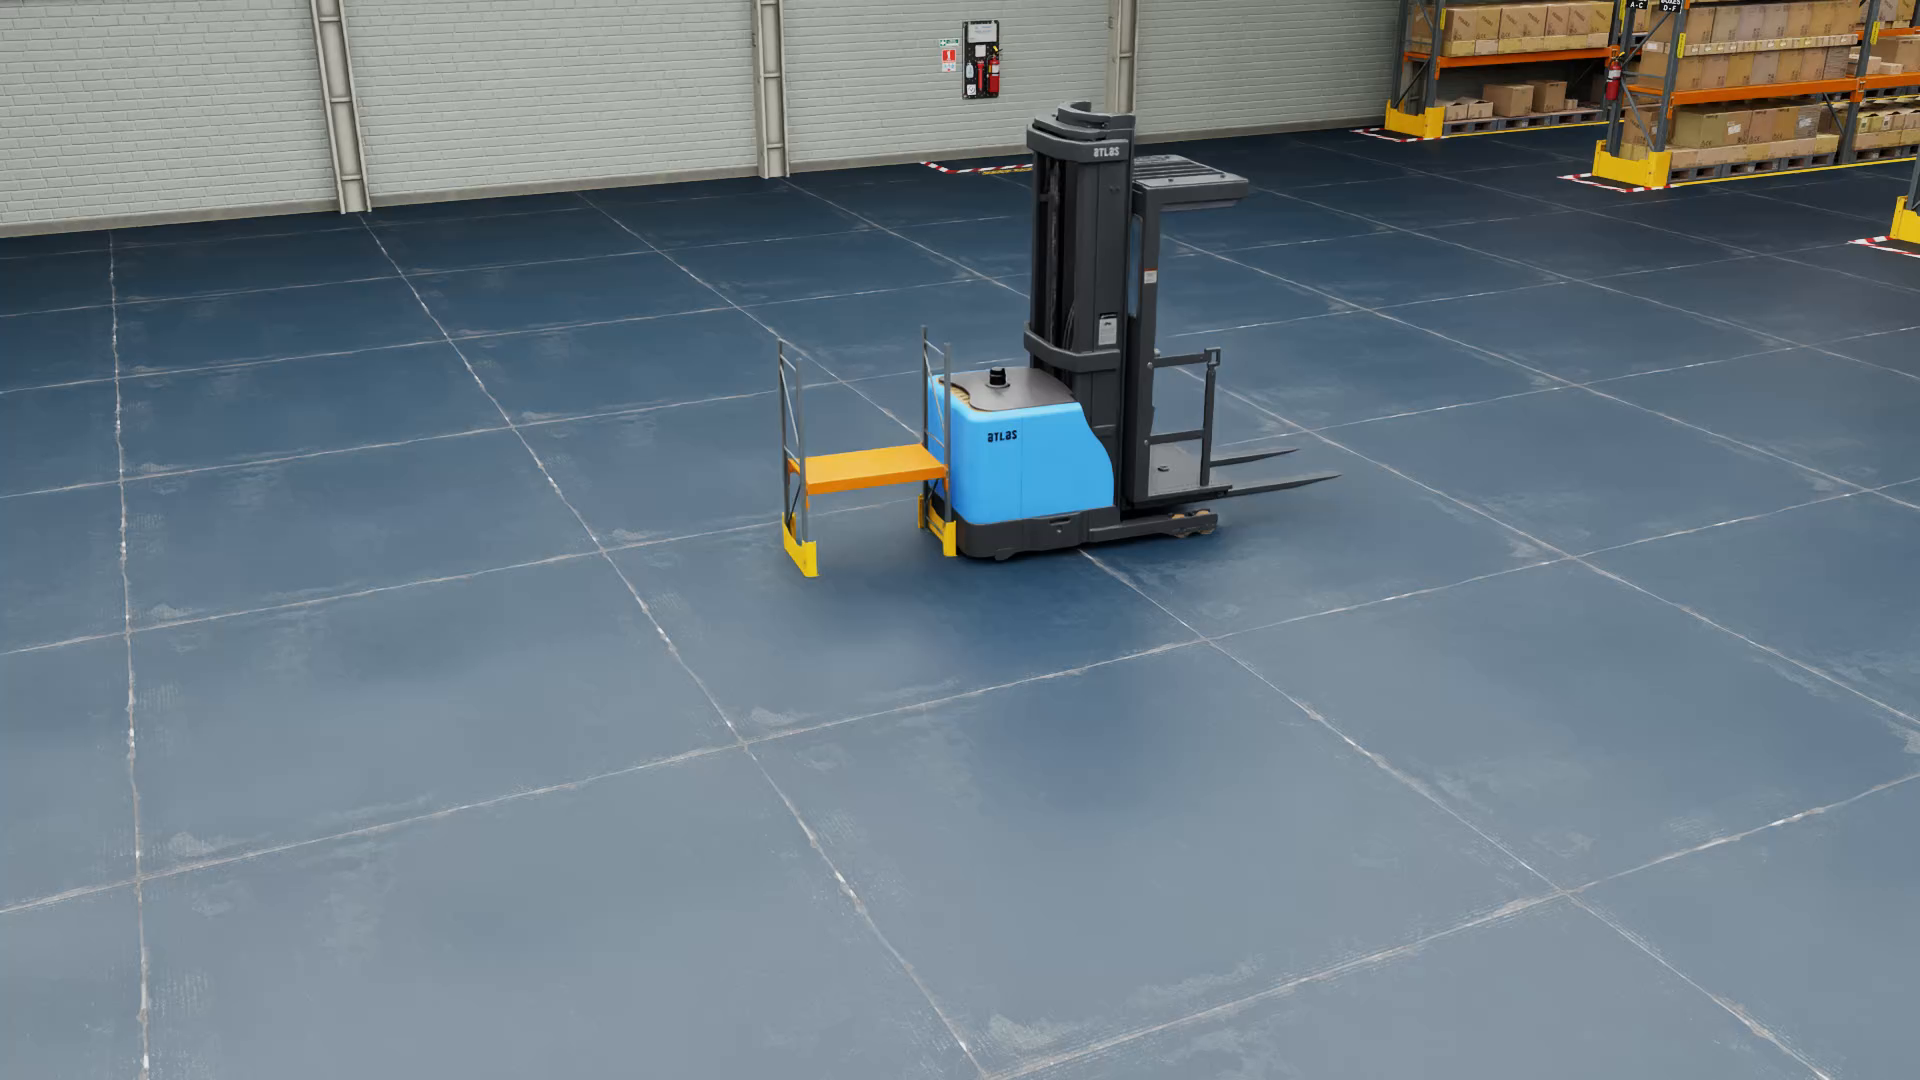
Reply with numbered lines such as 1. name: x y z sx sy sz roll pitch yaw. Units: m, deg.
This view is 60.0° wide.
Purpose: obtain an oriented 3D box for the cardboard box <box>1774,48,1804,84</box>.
1. cardboard box: 12.198 -7.178 25.039 0.500 0.500 0.700 -10 25 -23

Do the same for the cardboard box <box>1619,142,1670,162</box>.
1. cardboard box: 10.272 -5.830 24.959 0.500 0.250 0.500 -10 25 -24

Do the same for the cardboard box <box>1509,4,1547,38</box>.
1. cardboard box: 9.704 -8.936 28.606 0.500 0.500 0.500 -10 24 -22

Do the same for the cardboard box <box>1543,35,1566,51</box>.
1. cardboard box: 10.175 -8.674 28.954 0.500 0.250 0.500 -11 25 -24

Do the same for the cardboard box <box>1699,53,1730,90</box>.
1. cardboard box: 10.815 -6.924 24.424 0.500 0.500 0.700 -10 24 -22

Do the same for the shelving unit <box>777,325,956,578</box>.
1. shelving unit: -0.630 -0.617 11.278 1.083 1.500 0.587 -8 24 -19

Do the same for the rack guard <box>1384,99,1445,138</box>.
1. rack guard: 7.834 -7.280 28.684 0.348 0.500 1.175 -10 25 -24

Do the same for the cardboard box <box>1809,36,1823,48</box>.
1. cardboard box: 12.675 -7.478 24.914 0.250 0.149 0.380 -10 25 -24

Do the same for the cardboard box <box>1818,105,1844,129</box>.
1. cardboard box: 13.762 -6.728 26.395 0.500 0.311 0.500 -10 25 -24

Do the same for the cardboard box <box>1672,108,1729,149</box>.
1. cardboard box: 10.947 -6.082 24.586 0.500 0.500 0.500 -10 25 -24

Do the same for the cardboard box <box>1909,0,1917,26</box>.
1. cardboard box: 19.074 -10.636 33.130 0.700 0.700 0.980 -10 25 -23

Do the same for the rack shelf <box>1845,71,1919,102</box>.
1. rack shelf: 15.324 -7.379 26.594 4.000 0.370 1.077 -10 25 -24

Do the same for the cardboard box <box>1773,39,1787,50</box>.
1. cardboard box: 11.987 -7.351 24.608 0.250 0.149 0.380 -10 24 -22

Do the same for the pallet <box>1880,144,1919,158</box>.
1. pallet: 15.269 -6.431 27.009 1.213 0.211 1.003 -10 25 -24

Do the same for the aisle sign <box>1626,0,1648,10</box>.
1. aisle sign: 9.731 -8.007 23.773 0.004 0.787 0.394 -10 25 -24

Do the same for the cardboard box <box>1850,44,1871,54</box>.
1. cardboard box: 17.249 -9.313 32.587 0.750 0.750 0.750 -10 24 -22

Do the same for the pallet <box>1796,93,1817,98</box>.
1. pallet: 15.717 -8.566 32.167 1.213 0.211 1.003 -10 25 -24

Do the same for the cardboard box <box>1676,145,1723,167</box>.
1. cardboard box: 10.946 -5.736 24.731 0.500 0.250 0.500 -10 25 -24

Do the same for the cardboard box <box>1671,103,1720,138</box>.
1. cardboard box: 11.166 -6.348 25.230 0.500 0.500 0.500 -10 25 -24

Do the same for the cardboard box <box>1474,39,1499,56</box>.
1. cardboard box: 8.805 -8.425 28.351 0.500 0.250 0.500 -11 25 -25

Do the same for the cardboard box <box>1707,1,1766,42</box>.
1. cardboard box: 11.317 -7.616 24.401 0.500 0.500 0.700 -10 25 -23

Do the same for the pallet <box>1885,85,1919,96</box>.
1. pallet: 19.297 -9.224 33.757 1.213 0.211 1.003 -10 25 -24

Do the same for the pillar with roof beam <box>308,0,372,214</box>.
1. pillar with roof beam: -6.331 -7.139 17.231 0.400 9.000 9.100 -10 25 -24

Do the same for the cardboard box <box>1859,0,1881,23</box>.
1. cardboard box: 17.360 -10.274 32.102 0.500 0.500 0.500 -10 25 -24

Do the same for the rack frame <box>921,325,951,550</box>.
1. rack frame: -0.163 -0.684 11.442 0.032 1.500 0.500 -8 24 -19

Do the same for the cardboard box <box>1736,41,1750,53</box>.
1. cardboard box: 11.294 -7.224 24.302 0.250 0.149 0.380 -11 25 -25

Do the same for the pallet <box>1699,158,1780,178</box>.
1. pallet: 11.686 -5.770 25.412 1.213 0.211 1.003 -10 25 -24

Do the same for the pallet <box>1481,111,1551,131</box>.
1. pallet: 9.679 -7.470 29.520 1.213 0.211 1.003 -10 25 -24

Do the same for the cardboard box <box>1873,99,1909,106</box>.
1. cardboard box: 15.133 -6.981 27.005 0.500 0.311 0.500 -11 25 -24

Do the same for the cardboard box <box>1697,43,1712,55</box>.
1. cardboard box: 10.601 -7.097 23.995 0.250 0.149 0.380 -11 25 -25

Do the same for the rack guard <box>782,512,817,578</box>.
1. rack guard: -1.096 0.028 11.355 0.087 0.250 0.587 -8 24 -19

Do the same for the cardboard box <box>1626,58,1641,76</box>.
1. cardboard box: 12.421 -8.683 30.517 0.500 0.250 0.500 -11 25 -25

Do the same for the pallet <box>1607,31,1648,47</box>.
1. pallet: 12.121 -9.074 30.000 1.213 0.211 1.003 -10 25 -24

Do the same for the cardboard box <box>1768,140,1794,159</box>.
1. cardboard box: 12.299 -5.983 25.328 0.500 0.250 0.500 -10 25 -24

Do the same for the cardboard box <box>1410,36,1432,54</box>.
1. cardboard box: 8.103 -8.507 28.549 0.500 0.250 0.500 -10 25 -23

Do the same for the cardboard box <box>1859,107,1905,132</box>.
1. cardboard box: 14.455 -6.626 26.148 0.500 0.311 0.500 -11 25 -24

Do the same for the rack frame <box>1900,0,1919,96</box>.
1. rack frame: 18.578 -10.413 32.984 0.127 3.000 1.000 -10 25 -24

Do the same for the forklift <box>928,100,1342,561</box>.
1. forklift: 1.302 -1.548 11.658 3.031 2.935 1.130 -8 24 -19

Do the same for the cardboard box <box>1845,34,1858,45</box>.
1. cardboard box: 13.369 -7.606 25.225 0.250 0.149 0.380 -10 25 -24

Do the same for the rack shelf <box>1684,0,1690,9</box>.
1. rack shelf: 11.719 -8.101 24.418 4.000 0.370 1.077 -10 25 -24

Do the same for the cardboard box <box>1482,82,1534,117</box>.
1. cardboard box: 9.624 -7.754 29.252 0.500 0.500 0.700 -12 25 -27

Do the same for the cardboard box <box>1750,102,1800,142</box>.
1. cardboard box: 12.294 -6.334 25.196 0.500 0.500 0.500 -10 25 -24

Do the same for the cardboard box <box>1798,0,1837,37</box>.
1. cardboard box: 12.670 -7.865 25.001 0.500 0.500 0.700 -10 25 -24

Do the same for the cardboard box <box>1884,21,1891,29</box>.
1. cardboard box: 17.926 -10.075 32.470 0.250 0.149 0.380 -10 24 -22

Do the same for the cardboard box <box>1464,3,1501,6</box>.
1. cardboard box: 9.020 -9.028 28.827 0.500 0.500 0.500 -11 25 -25

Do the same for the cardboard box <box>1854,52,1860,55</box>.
1. cardboard box: 14.234 -7.526 26.186 0.258 0.266 0.396 -11 25 -25

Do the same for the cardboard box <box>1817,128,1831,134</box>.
1. cardboard box: 13.769 -6.472 26.508 0.500 0.250 0.500 -11 25 -24

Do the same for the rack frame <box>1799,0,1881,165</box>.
1. rack frame: 13.521 -7.379 25.655 0.127 3.000 1.000 -10 25 -24

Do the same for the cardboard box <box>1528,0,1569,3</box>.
1. cardboard box: 10.388 -9.282 29.441 0.500 0.500 0.500 -11 25 -24

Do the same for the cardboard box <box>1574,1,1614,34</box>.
1. cardboard box: 11.078 -9.187 29.213 0.500 0.500 0.500 -10 25 -24

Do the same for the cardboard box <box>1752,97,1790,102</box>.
1. cardboard box: 12.521 -6.595 25.825 0.500 0.500 0.500 -10 25 -24

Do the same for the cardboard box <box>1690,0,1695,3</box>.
1. cardboard box: 12.929 -9.618 30.358 0.500 0.500 0.700 -7 23 -16

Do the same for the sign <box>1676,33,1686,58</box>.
1. sign: 10.153 -6.960 23.407 0.005 0.325 0.100 -10 25 -24

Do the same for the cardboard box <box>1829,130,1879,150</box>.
1. cardboard box: 13.992 -6.285 26.056 0.500 0.250 0.500 -11 25 -25

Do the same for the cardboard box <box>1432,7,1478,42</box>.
1. cardboard box: 8.326 -8.684 27.998 0.500 0.500 0.500 -10 25 -24

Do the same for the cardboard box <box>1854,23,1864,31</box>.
1. cardboard box: 17.233 -9.957 32.184 0.250 0.149 0.380 -11 25 -25

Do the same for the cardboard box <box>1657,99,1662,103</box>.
1. cardboard box: 12.947 -8.436 30.900 0.500 0.500 0.700 -10 25 -23

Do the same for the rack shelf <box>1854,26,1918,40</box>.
1. rack shelf: 16.776 -9.749 32.320 4.000 0.370 1.077 -10 25 -24
